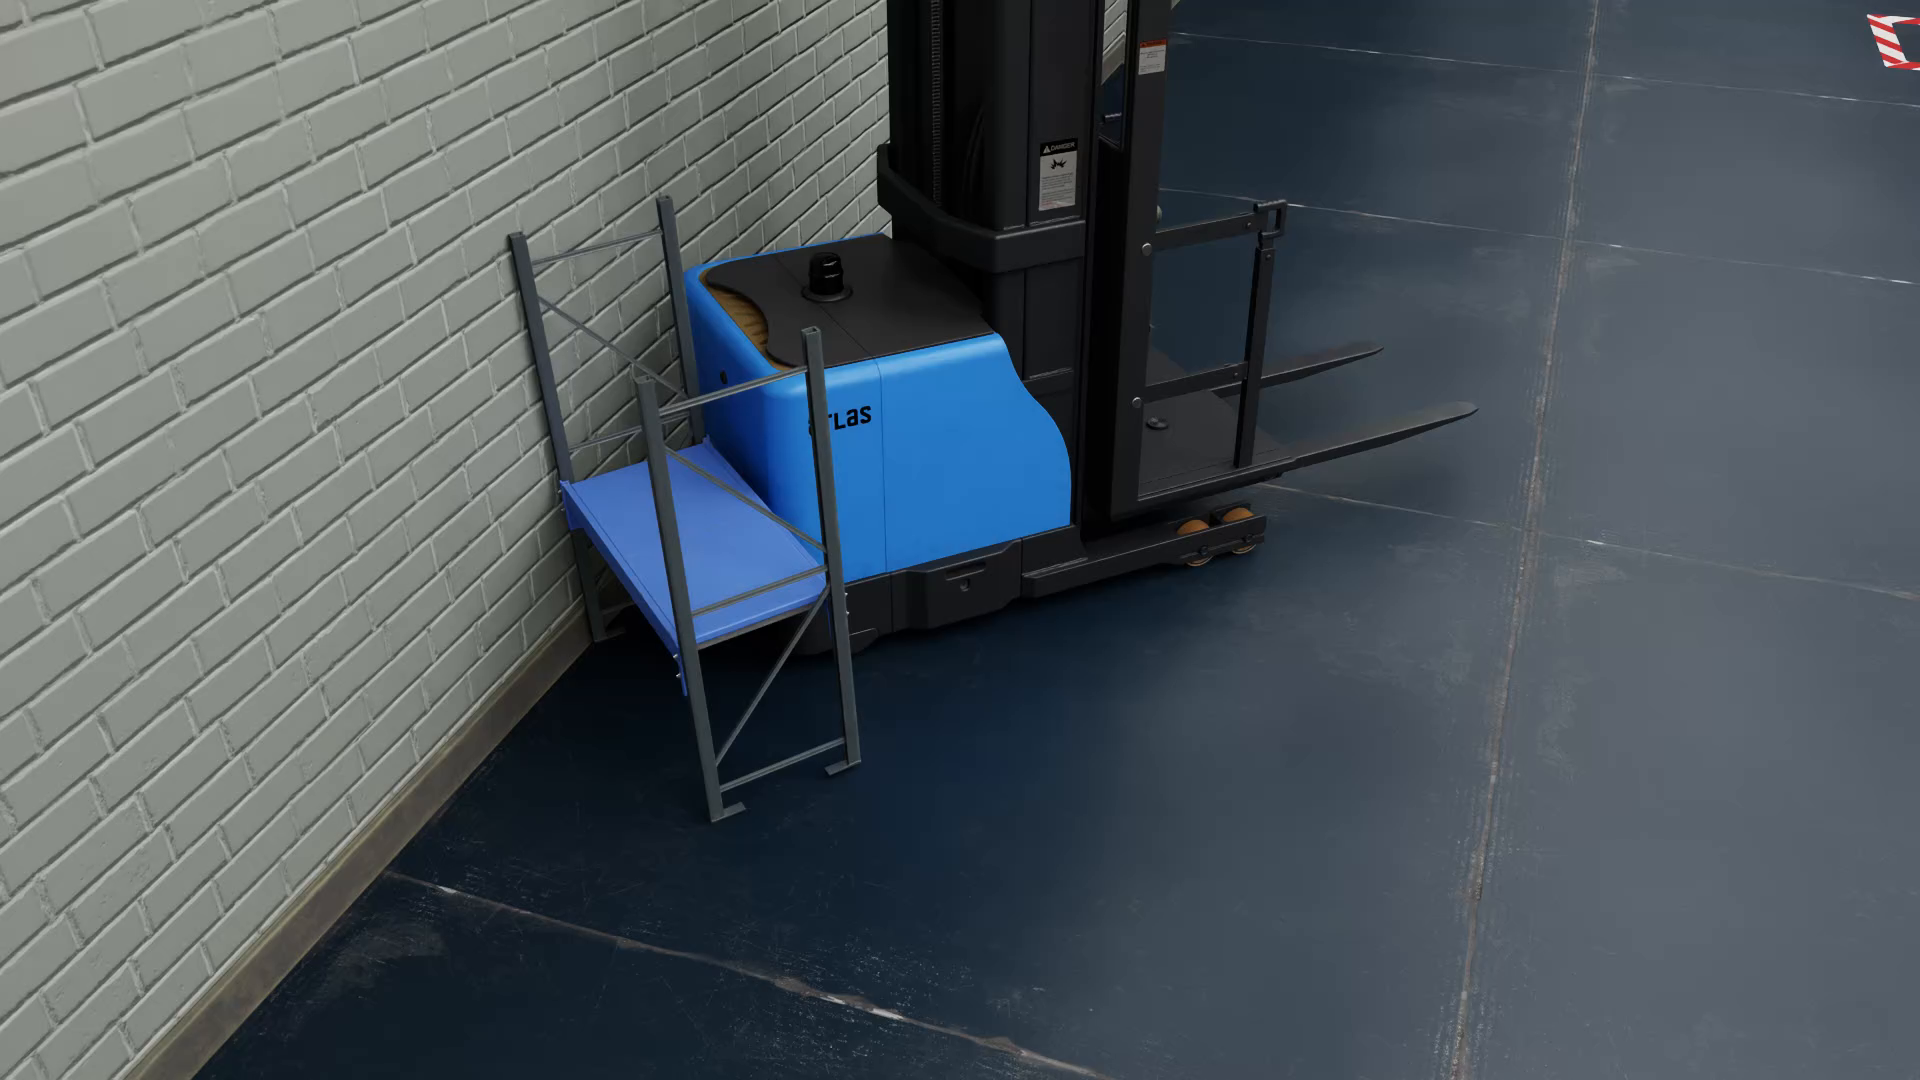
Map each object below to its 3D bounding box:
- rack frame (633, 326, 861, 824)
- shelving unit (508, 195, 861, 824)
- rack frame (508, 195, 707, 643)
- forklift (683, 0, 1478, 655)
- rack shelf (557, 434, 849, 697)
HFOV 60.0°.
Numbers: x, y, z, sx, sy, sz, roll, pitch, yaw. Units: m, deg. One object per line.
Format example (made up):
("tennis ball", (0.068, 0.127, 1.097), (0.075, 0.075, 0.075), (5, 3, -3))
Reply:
("rack frame", (-0.556, 0.145, 4.621), (0.500, 1.500, 0.032), (-20, 39, -23))
("shelving unit", (-0.810, -0.101, 4.987), (0.538, 1.500, 1.048), (-20, 39, -23))
("rack frame", (-1.064, -0.346, 5.353), (0.500, 1.500, 0.032), (-20, 39, -23))
("forklift", (0.568, -1.379, 5.683), (3.031, 2.935, 1.130), (-15, 36, -21))
("rack shelf", (-0.804, 0.047, 5.090), (0.538, 0.185, 1.000), (-20, 39, -23))
